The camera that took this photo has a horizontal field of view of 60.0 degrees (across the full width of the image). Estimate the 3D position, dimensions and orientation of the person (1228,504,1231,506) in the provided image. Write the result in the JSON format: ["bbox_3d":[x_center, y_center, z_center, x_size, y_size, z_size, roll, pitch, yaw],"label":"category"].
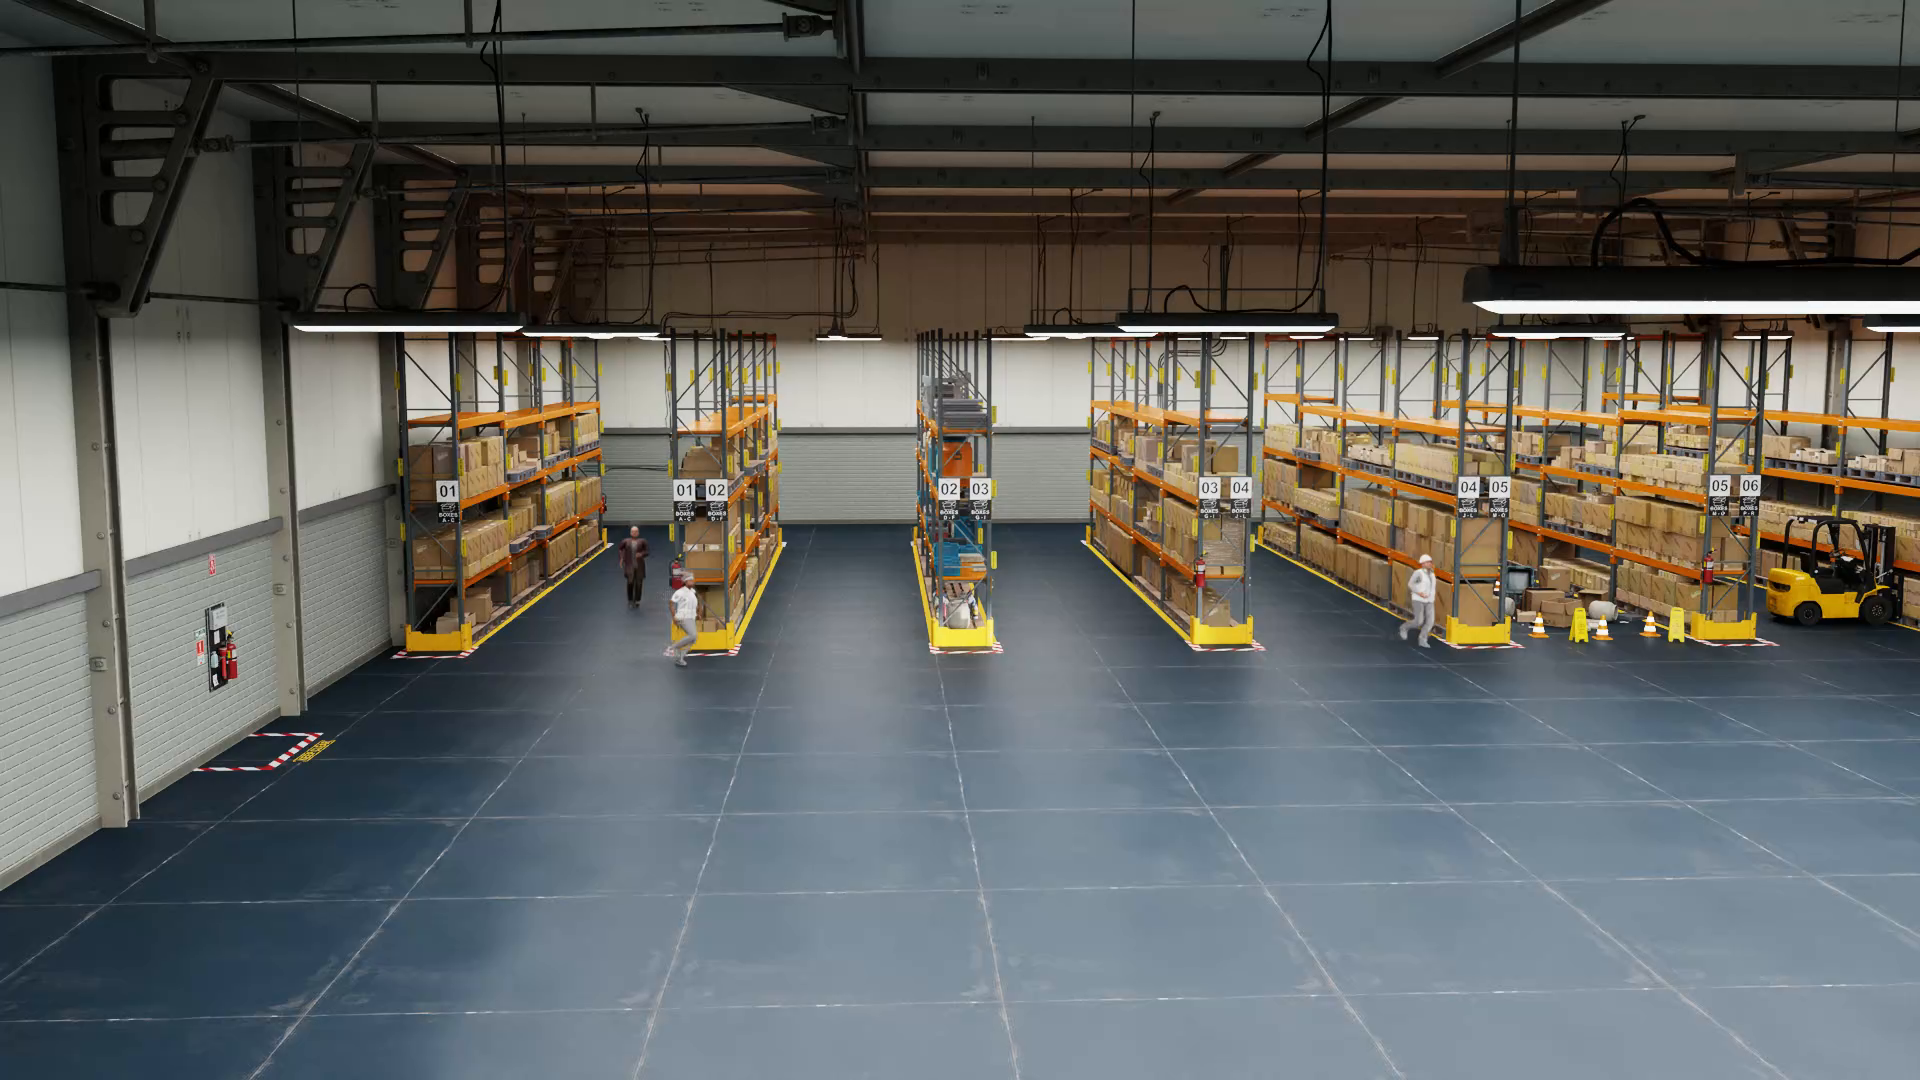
[{"bbox_3d":[7.385,-0.764,47.853,0.755,1.722,0.564,4,8,31],"label":"person"}]

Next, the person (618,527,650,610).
[{"bbox_3d":[-7.042,0.610,35.989,0.673,1.800,0.773,-2,7,-14],"label":"person"}]

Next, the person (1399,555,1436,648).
[{"bbox_3d":[8.793,1.146,31.650,0.684,1.749,0.751,-3,7,-26],"label":"person"}]

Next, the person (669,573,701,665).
[{"bbox_3d":[-4.844,1.409,29.807,0.502,1.624,0.612,4,8,31],"label":"person"}]
